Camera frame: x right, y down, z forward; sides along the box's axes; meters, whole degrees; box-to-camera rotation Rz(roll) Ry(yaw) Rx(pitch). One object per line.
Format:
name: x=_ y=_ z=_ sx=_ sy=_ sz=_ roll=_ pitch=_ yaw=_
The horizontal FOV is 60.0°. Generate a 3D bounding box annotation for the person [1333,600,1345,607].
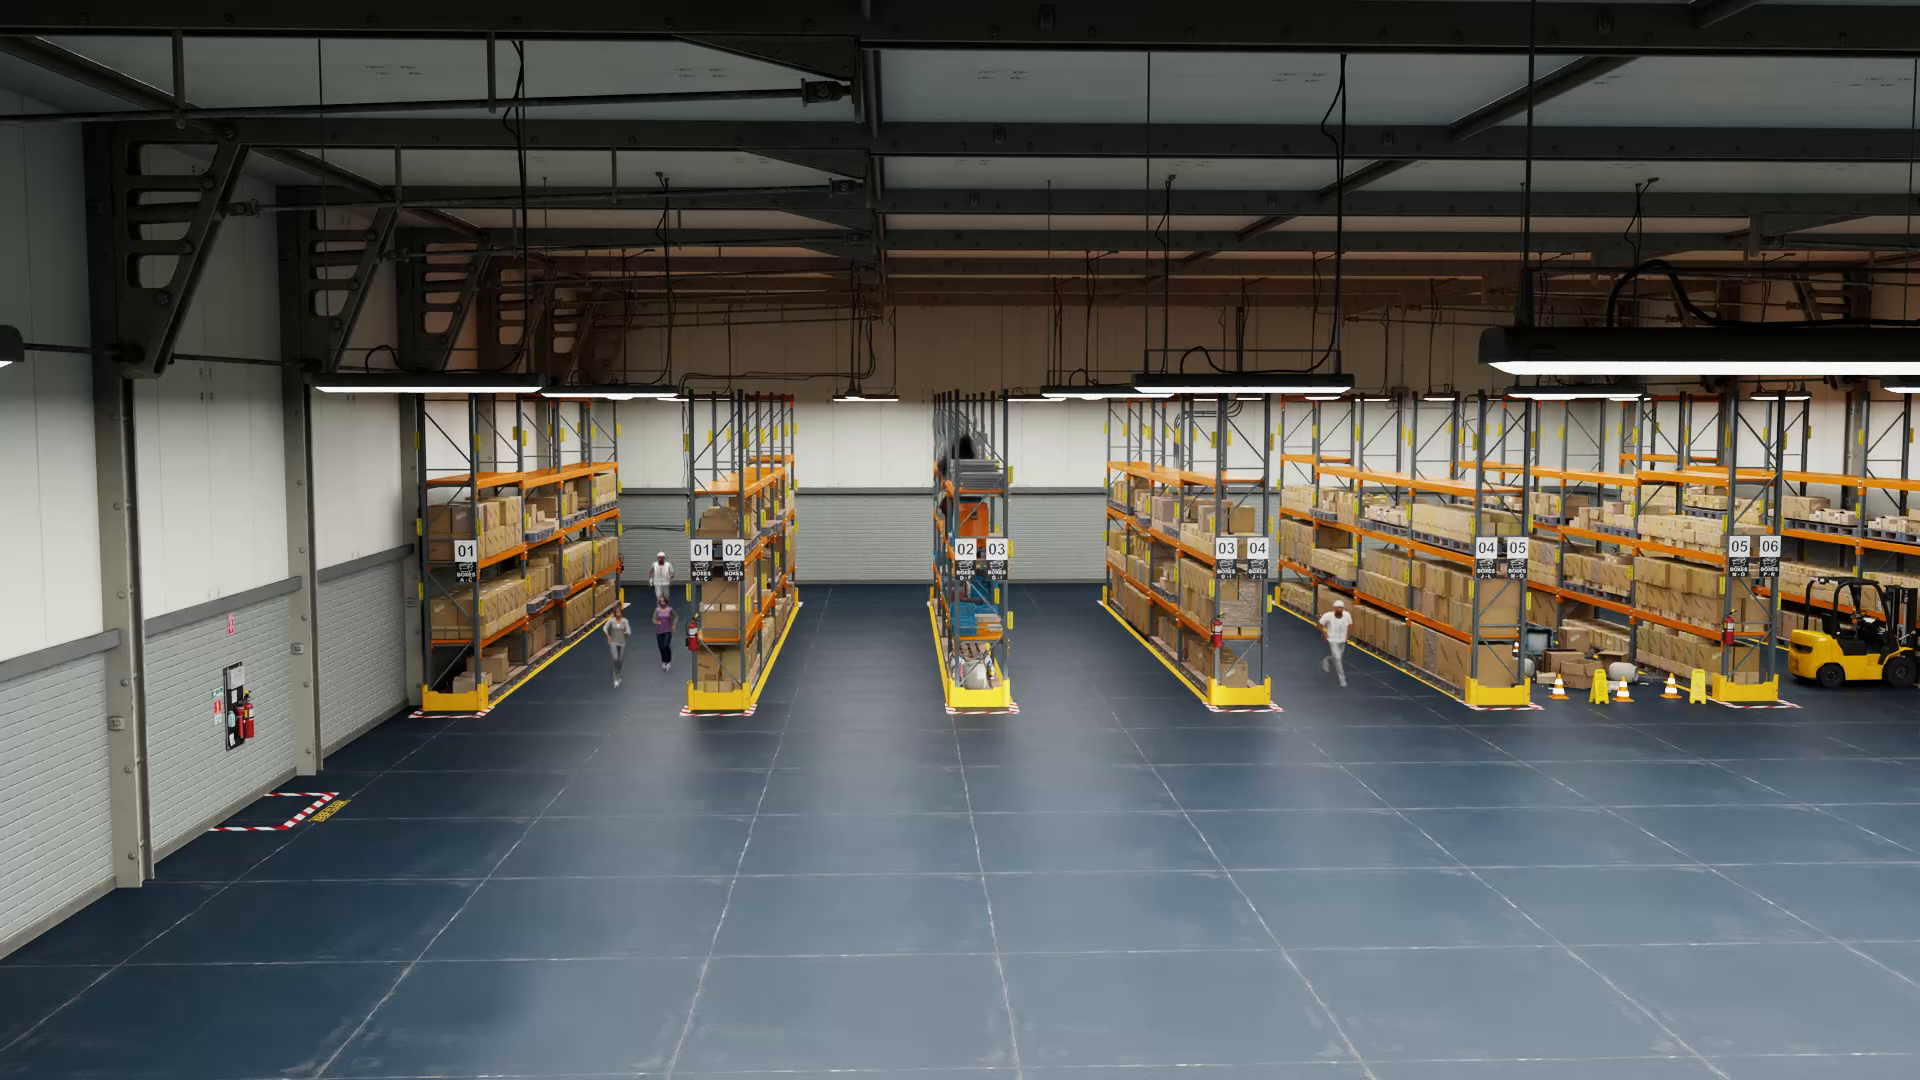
person: x=7.726 y=1.304 z=33.868 sx=0.210 sy=0.148 sz=0.292 roll=-1 pitch=5 yaw=-15

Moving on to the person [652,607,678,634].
person: x=-6.347 y=1.711 z=35.755 sx=0.507 sy=0.566 sz=0.412 roll=0 pitch=5 yaw=3

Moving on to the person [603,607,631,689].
person: x=-6.953 y=2.170 z=33.814 sx=0.522 sy=1.647 sz=0.736 roll=-2 pitch=5 yaw=-22
